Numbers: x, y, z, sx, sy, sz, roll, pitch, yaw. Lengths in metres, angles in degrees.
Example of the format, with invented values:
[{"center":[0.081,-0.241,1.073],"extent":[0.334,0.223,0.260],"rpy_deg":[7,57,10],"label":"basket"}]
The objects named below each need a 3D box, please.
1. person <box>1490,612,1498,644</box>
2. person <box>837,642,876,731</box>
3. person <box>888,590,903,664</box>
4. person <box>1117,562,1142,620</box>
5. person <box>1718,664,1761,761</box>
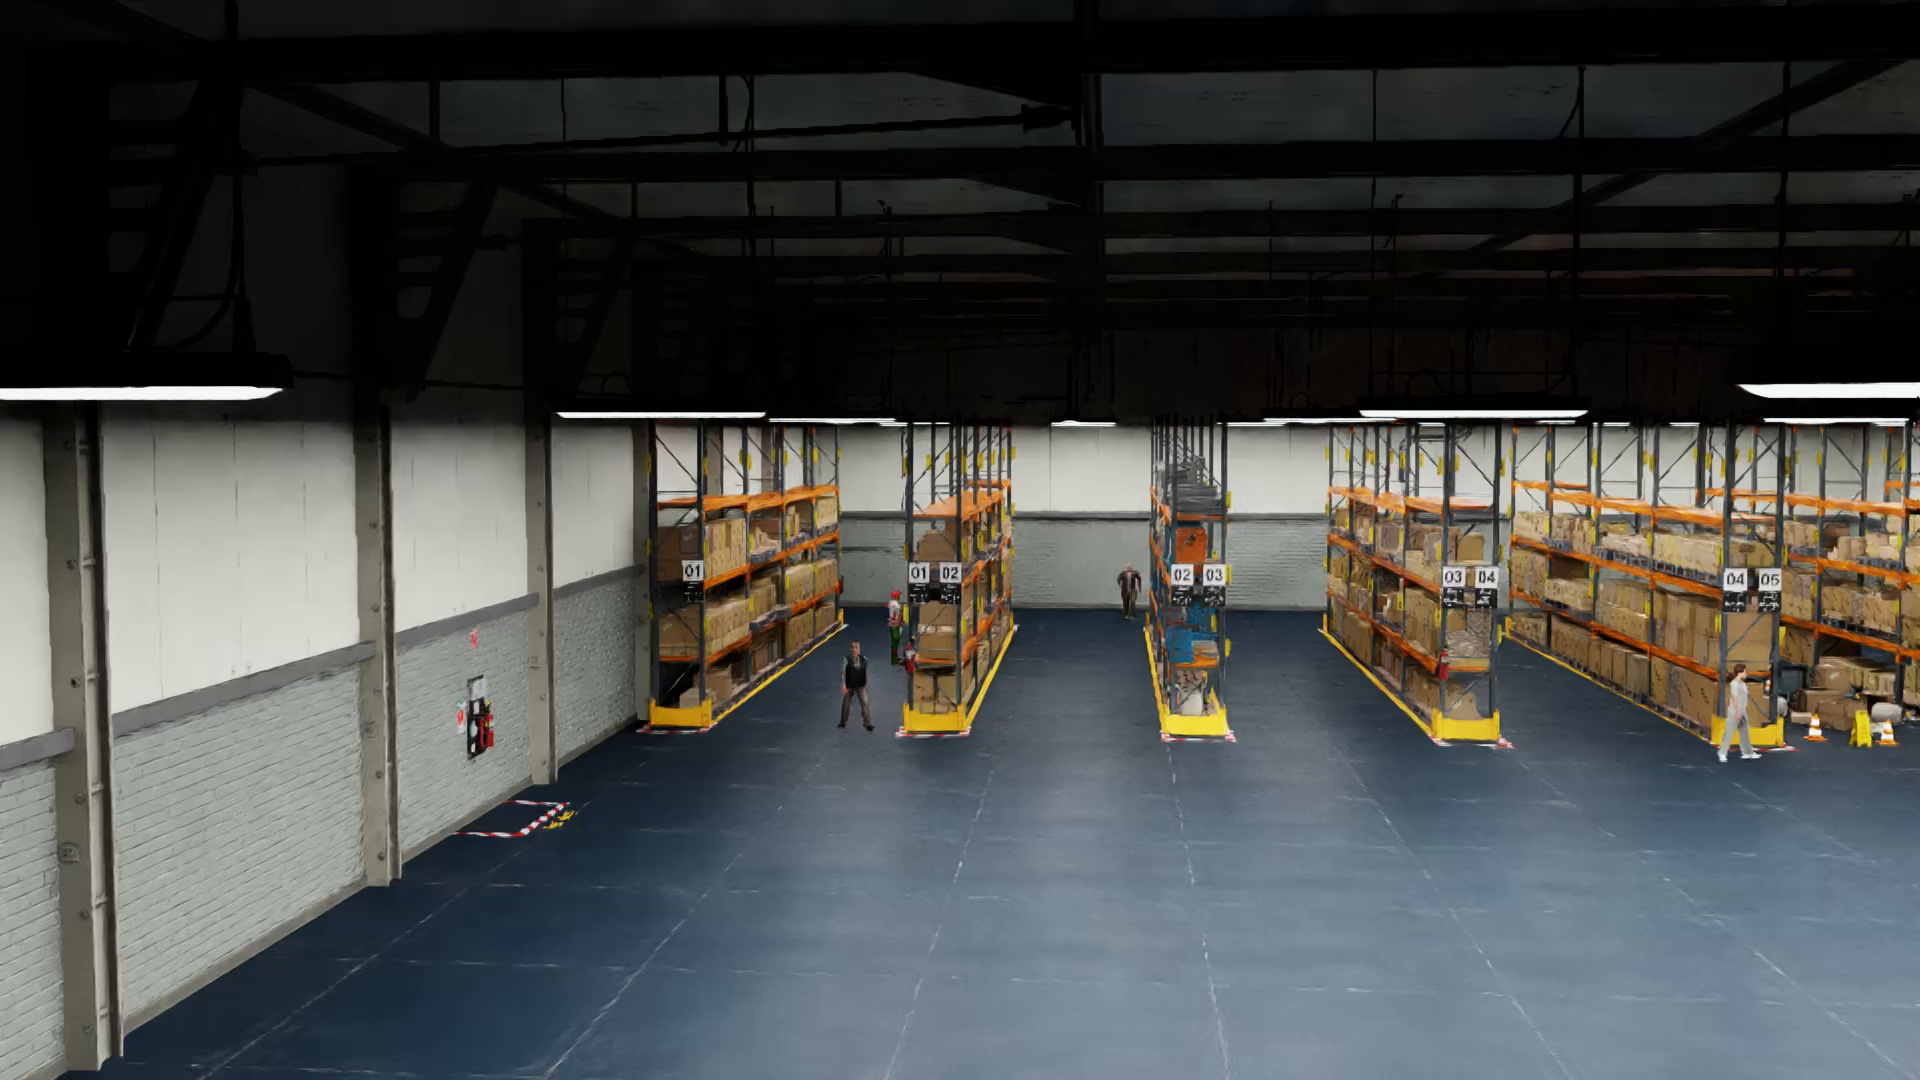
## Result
[{"center":[14.042,1.963,43.898],"extent":[0.355,1.597,0.514],"rpy_deg":[1,4,14],"label":"person"},{"center":[-1.980,2.761,31.426],"extent":[0.592,1.687,0.912],"rpy_deg":[-1,4,-18],"label":"person"},{"center":[-1.521,2.093,40.403],"extent":[0.450,1.789,0.605],"rpy_deg":[-2,4,-25],"label":"person"},{"center":[5.064,1.513,49.816],"extent":[0.733,1.717,0.903],"rpy_deg":[1,4,10],"label":"person"},{"center":[13.410,2.953,28.613],"extent":[0.566,1.660,0.691],"rpy_deg":[4,5,44],"label":"person"}]
